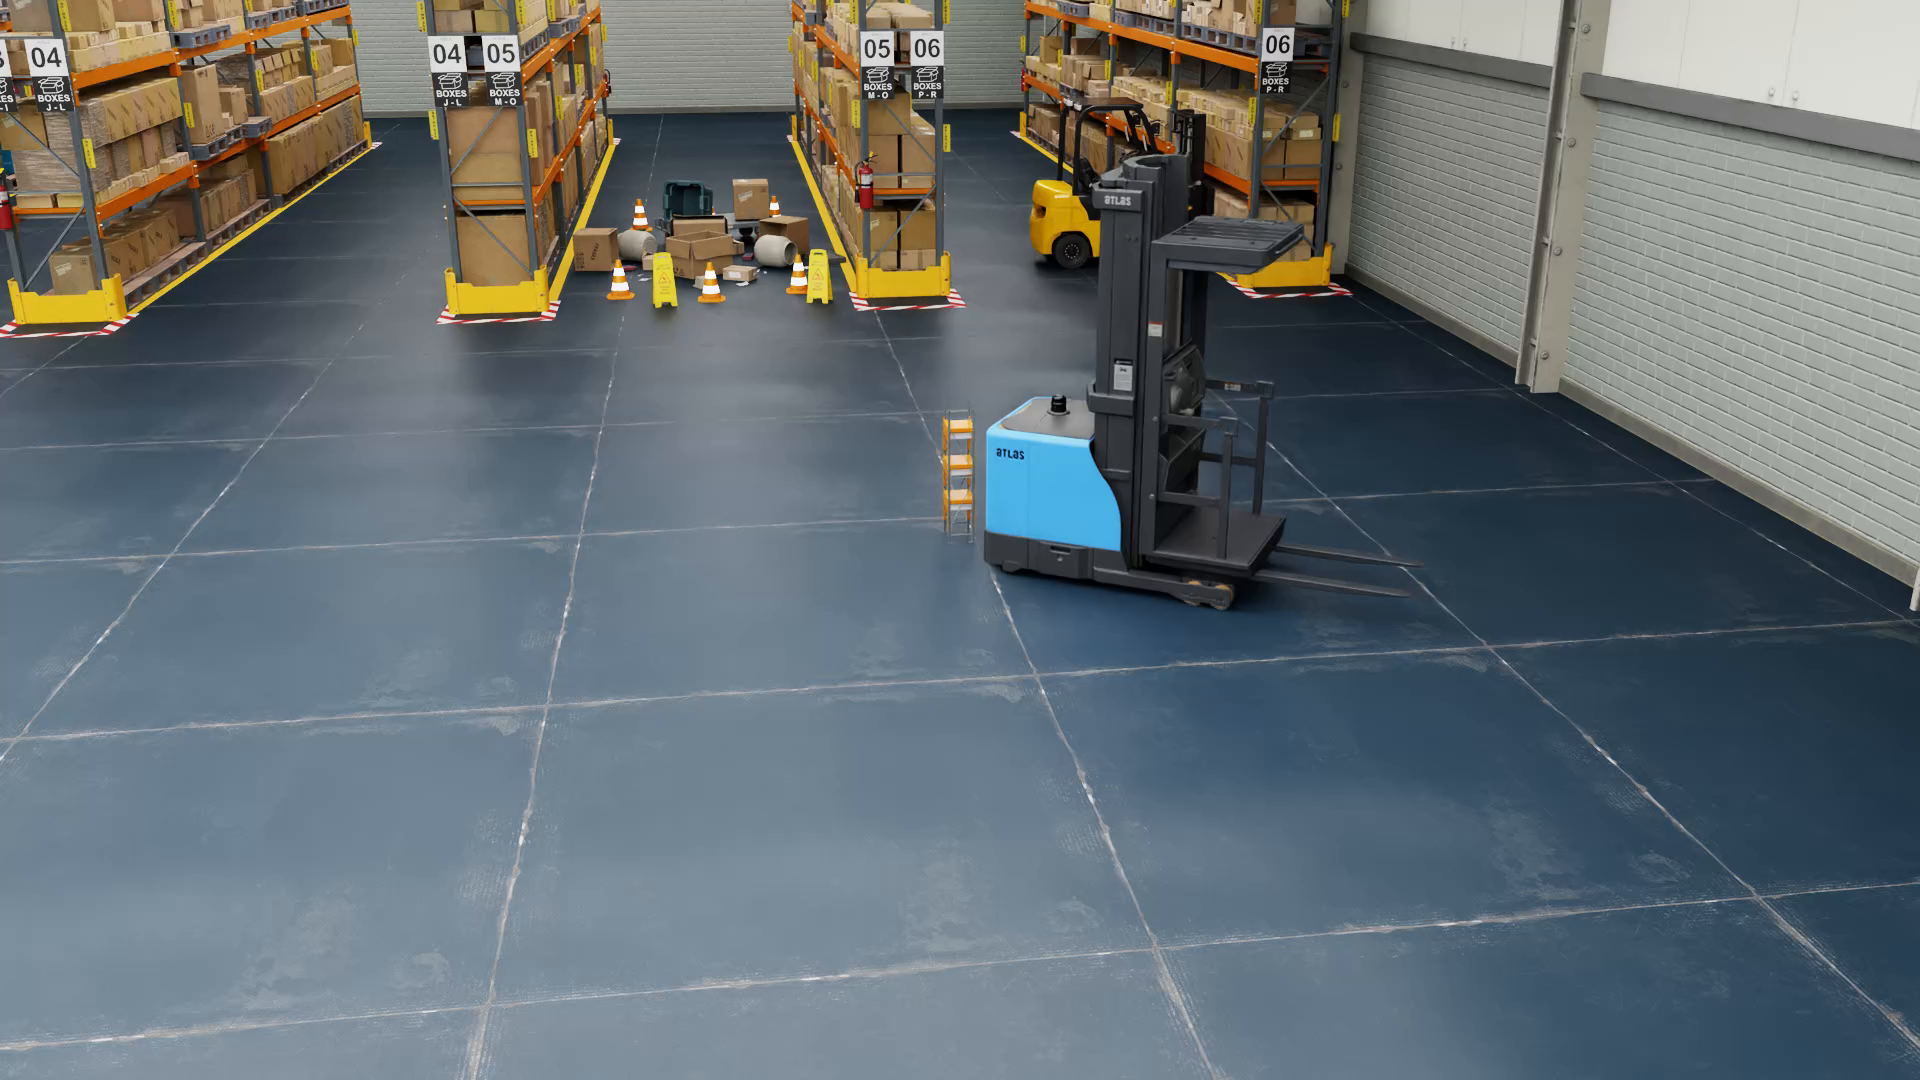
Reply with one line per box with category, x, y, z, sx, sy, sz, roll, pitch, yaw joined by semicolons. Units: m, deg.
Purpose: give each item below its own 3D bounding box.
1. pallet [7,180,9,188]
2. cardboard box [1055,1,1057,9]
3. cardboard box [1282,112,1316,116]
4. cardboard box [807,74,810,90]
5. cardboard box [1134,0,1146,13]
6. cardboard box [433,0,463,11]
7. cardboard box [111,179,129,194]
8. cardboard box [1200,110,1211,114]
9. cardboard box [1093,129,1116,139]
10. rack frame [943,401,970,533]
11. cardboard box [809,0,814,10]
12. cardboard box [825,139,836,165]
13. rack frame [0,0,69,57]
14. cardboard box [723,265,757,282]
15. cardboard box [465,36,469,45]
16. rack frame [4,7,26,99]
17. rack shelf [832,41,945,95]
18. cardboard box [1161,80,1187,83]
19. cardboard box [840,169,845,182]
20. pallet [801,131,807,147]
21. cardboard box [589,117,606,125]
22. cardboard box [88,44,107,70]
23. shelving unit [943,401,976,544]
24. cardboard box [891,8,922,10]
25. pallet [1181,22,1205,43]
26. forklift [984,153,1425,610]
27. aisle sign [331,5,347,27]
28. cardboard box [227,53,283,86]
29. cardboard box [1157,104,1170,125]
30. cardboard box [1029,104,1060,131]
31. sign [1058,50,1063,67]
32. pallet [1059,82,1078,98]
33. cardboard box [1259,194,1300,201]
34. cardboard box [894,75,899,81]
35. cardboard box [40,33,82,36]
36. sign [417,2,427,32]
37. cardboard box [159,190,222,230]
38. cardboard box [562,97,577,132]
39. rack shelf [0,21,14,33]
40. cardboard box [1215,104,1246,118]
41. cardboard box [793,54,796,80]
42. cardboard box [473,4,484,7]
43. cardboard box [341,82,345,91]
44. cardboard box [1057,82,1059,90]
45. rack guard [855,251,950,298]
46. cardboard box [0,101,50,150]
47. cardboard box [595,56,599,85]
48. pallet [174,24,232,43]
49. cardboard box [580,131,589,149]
pallet;-16.897;-5.900;28.212;1.003;0.211;1.213;-3;21;-8
cardboard box;2.067;-10.476;32.549;0.380;0.149;0.250;-2;21;-6
cardboard box;4.389;-5.458;21.547;0.380;0.149;0.250;-2;21;-6
cardboard box;-2.505;-8.291;30.128;0.500;0.250;0.500;-3;21;-7
cardboard box;3.060;-8.596;26.270;0.500;0.500;0.500;-2;21;-6
cardboard box;-5.977;-6.214;19.255;0.380;0.149;0.250;-3;21;-7
cardboard box;-10.444;-4.335;20.393;0.380;0.149;0.250;-3;21;-8
cardboard box;3.568;-5.913;23.191;0.380;0.149;0.250;-4;21;-9
cardboard box;2.634;-7.370;30.206;0.380;0.149;0.250;-3;21;-9
rack frame;-0.025;-0.553;12.695;0.200;1.050;0.008;-3;21;-8
cardboard box;-2.192;-9.246;28.154;0.700;0.500;0.500;-4;21;-10
cardboard box;-1.879;-6.709;28.827;0.875;0.875;0.875;-3;21;-8
rack frame;-10.515;-6.805;18.074;1.000;3.000;0.127;-3;21;-8
cardboard box;-2.896;-3.510;21.902;0.380;0.149;0.250;8;22;20
cardboard box;-6.011;-5.926;19.624;0.380;0.149;0.250;-3;21;-7
rack frame;-17.146;-7.899;29.579;1.000;3.000;0.127;-3;21;-8
rack shelf;-0.997;-6.255;21.917;1.077;0.370;4.000;-3;21;-8
cardboard box;3.526;-7.505;27.452;0.380;0.149;0.250;-3;21;-9
cardboard box;-1.509;-5.179;23.625;0.380;0.149;0.250;-3;21;-7
pallet;-2.822;-8.455;35.051;1.003;0.211;1.213;-3;21;-8
cardboard box;-7.429;-8.545;33.933;0.380;0.149;0.250;-3;21;-9
cardboard box;-10.409;-5.687;19.584;0.500;0.250;0.500;-3;21;-9
shelving unit;-0.008;-0.510;12.582;0.215;1.050;0.252;-3;21;-8
cardboard box;-0.705;-6.909;21.861;0.380;0.149;0.250;-3;21;-7
pallet;3.775;-7.200;23.547;1.003;0.211;1.213;-3;21;-8
forklift;1.736;-1.106;11.487;3.031;2.935;1.130;9;22;22
aisle sign;-12.535;-10.792;33.608;0.394;0.787;0.004;-3;21;-8
cardboard box;-11.952;-7.992;28.252;0.797;0.503;0.637;-2;21;-6
cardboard box;3.302;-6.452;25.203;0.500;0.250;0.500;-3;21;-9
cardboard box;1.891;-9.096;35.751;0.797;0.503;0.637;-4;21;-10
sign;1.937;-9.276;32.028;0.100;0.325;0.005;-3;21;-8
pallet;2.480;-8.528;31.538;1.003;0.211;1.213;-3;21;-8
cardboard box;4.245;-4.472;22.302;0.500;0.250;0.500;-3;21;-8
cardboard box;-1.003;-6.746;24.397;0.380;0.149;0.250;-3;21;-8
cardboard box;-10.426;-5.799;19.312;0.380;0.149;0.250;-3;21;-9
sign;-6.131;-5.970;18.973;0.100;0.325;0.005;-3;21;-8
cardboard box;-11.209;-4.794;24.209;0.700;0.500;0.500;-3;21;-8
cardboard box;-6.344;-6.711;26.254;0.500;0.500;0.500;-3;21;-8
rack shelf;-16.858;-8.275;27.326;1.077;0.370;4.000;-3;21;-8
cardboard box;3.659;-5.786;22.426;0.380;0.149;0.250;-3;21;-7
cardboard box;-3.230;-9.900;34.792;0.500;0.500;0.500;-3;21;-8
cardboard box;-6.082;-6.430;20.403;0.500;0.250;0.500;-3;21;-8
cardboard box;-12.258;-8.866;32.527;0.380;0.149;0.250;-3;21;-8
cardboard box;2.118;-8.970;32.803;0.380;0.149;0.250;-2;21;-6
rack guard;-0.719;-3.349;20.969;1.175;0.500;0.348;-3;21;-8
cardboard box;-10.839;-4.827;19.355;0.500;0.500;0.500;-3;21;-8
cardboard box;-7.259;-9.082;32.177;0.500;0.500;0.500;-3;21;-9
pallet;-11.228;-7.274;23.887;1.213;0.211;1.003;-3;21;-8
cardboard box;-6.737;-6.955;28.951;0.500;0.250;0.500;-3;21;-7
